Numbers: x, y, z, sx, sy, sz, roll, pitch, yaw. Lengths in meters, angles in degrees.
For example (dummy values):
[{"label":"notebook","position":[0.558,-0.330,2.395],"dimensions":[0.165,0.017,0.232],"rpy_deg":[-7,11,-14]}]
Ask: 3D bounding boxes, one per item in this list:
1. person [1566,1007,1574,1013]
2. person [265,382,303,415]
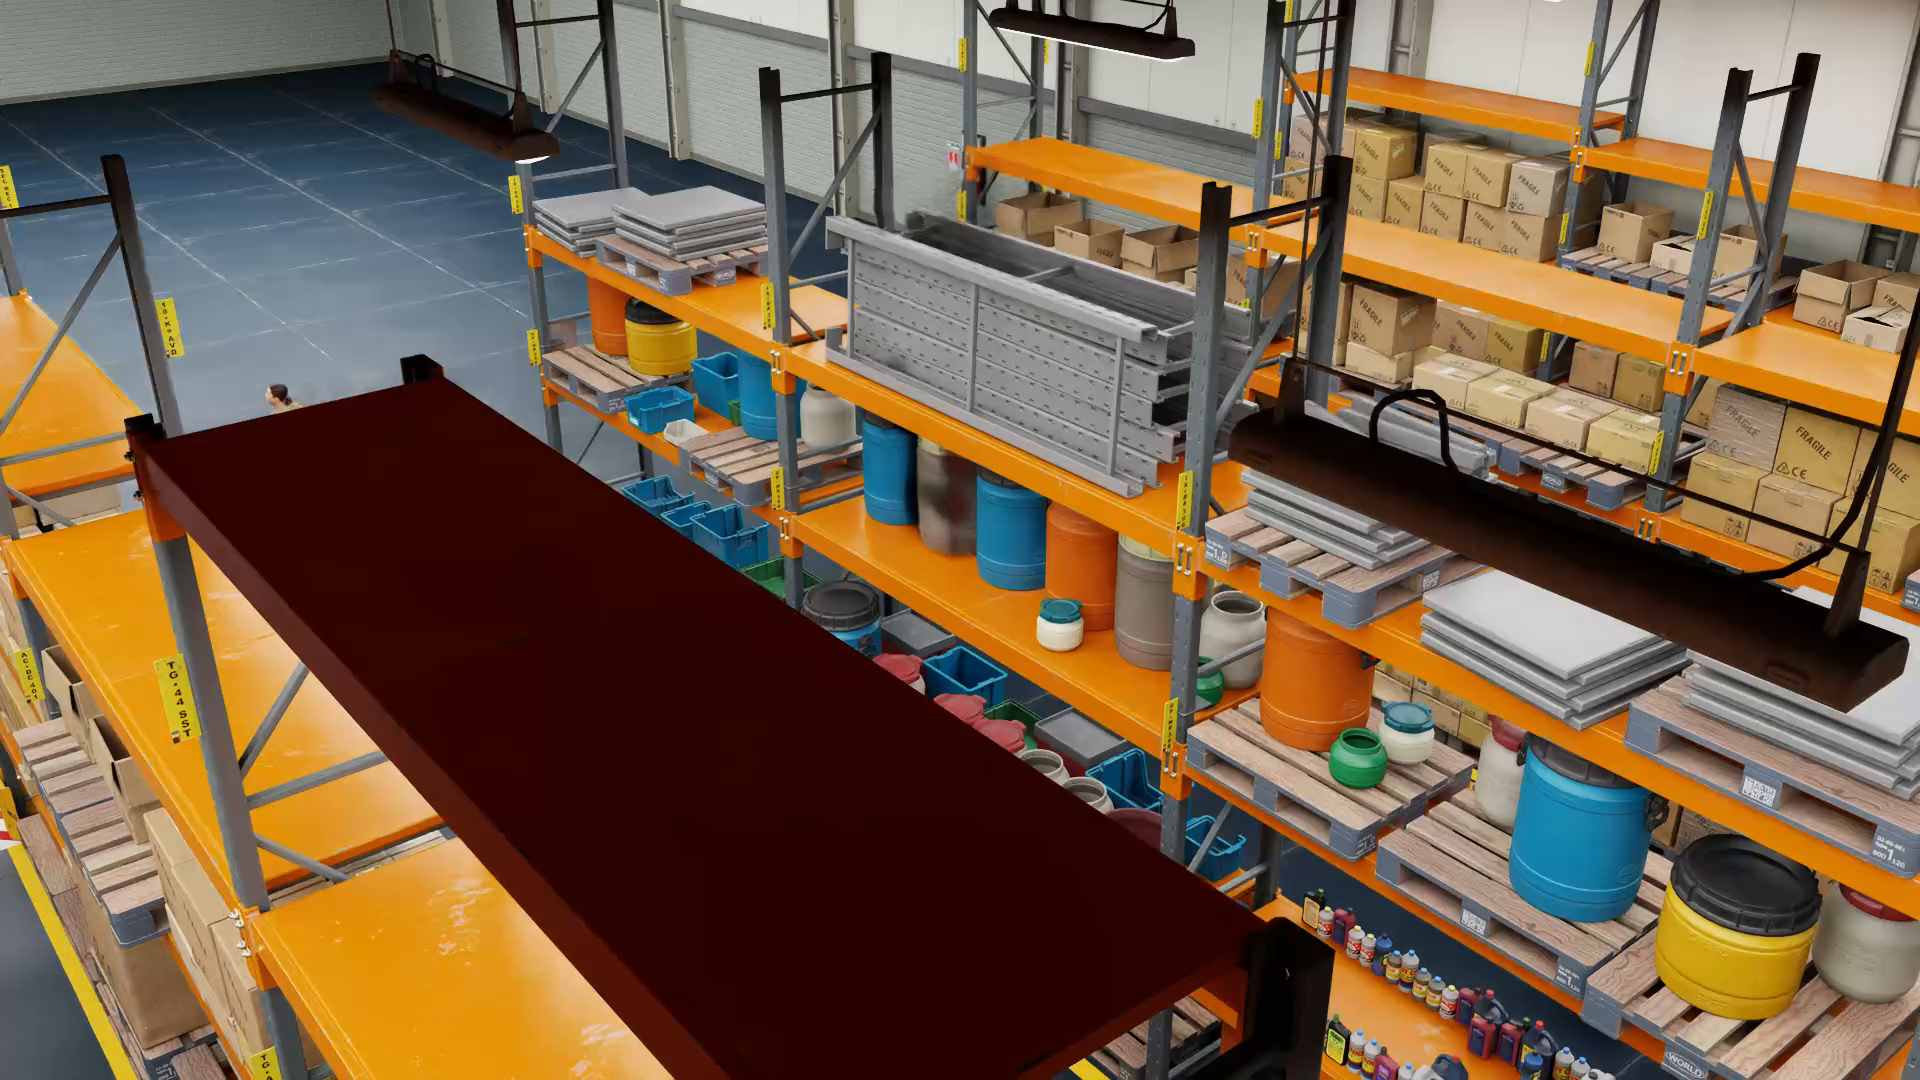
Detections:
[{"label":"person","position":[4.051,2.411,11.288],"dimensions":[0.796,1.567,0.621],"rpy_deg":[21,33,37]},{"label":"person","position":[-7.449,-0.969,18.340],"dimensions":[0.597,1.636,0.564],"rpy_deg":[-10,28,-20]}]
